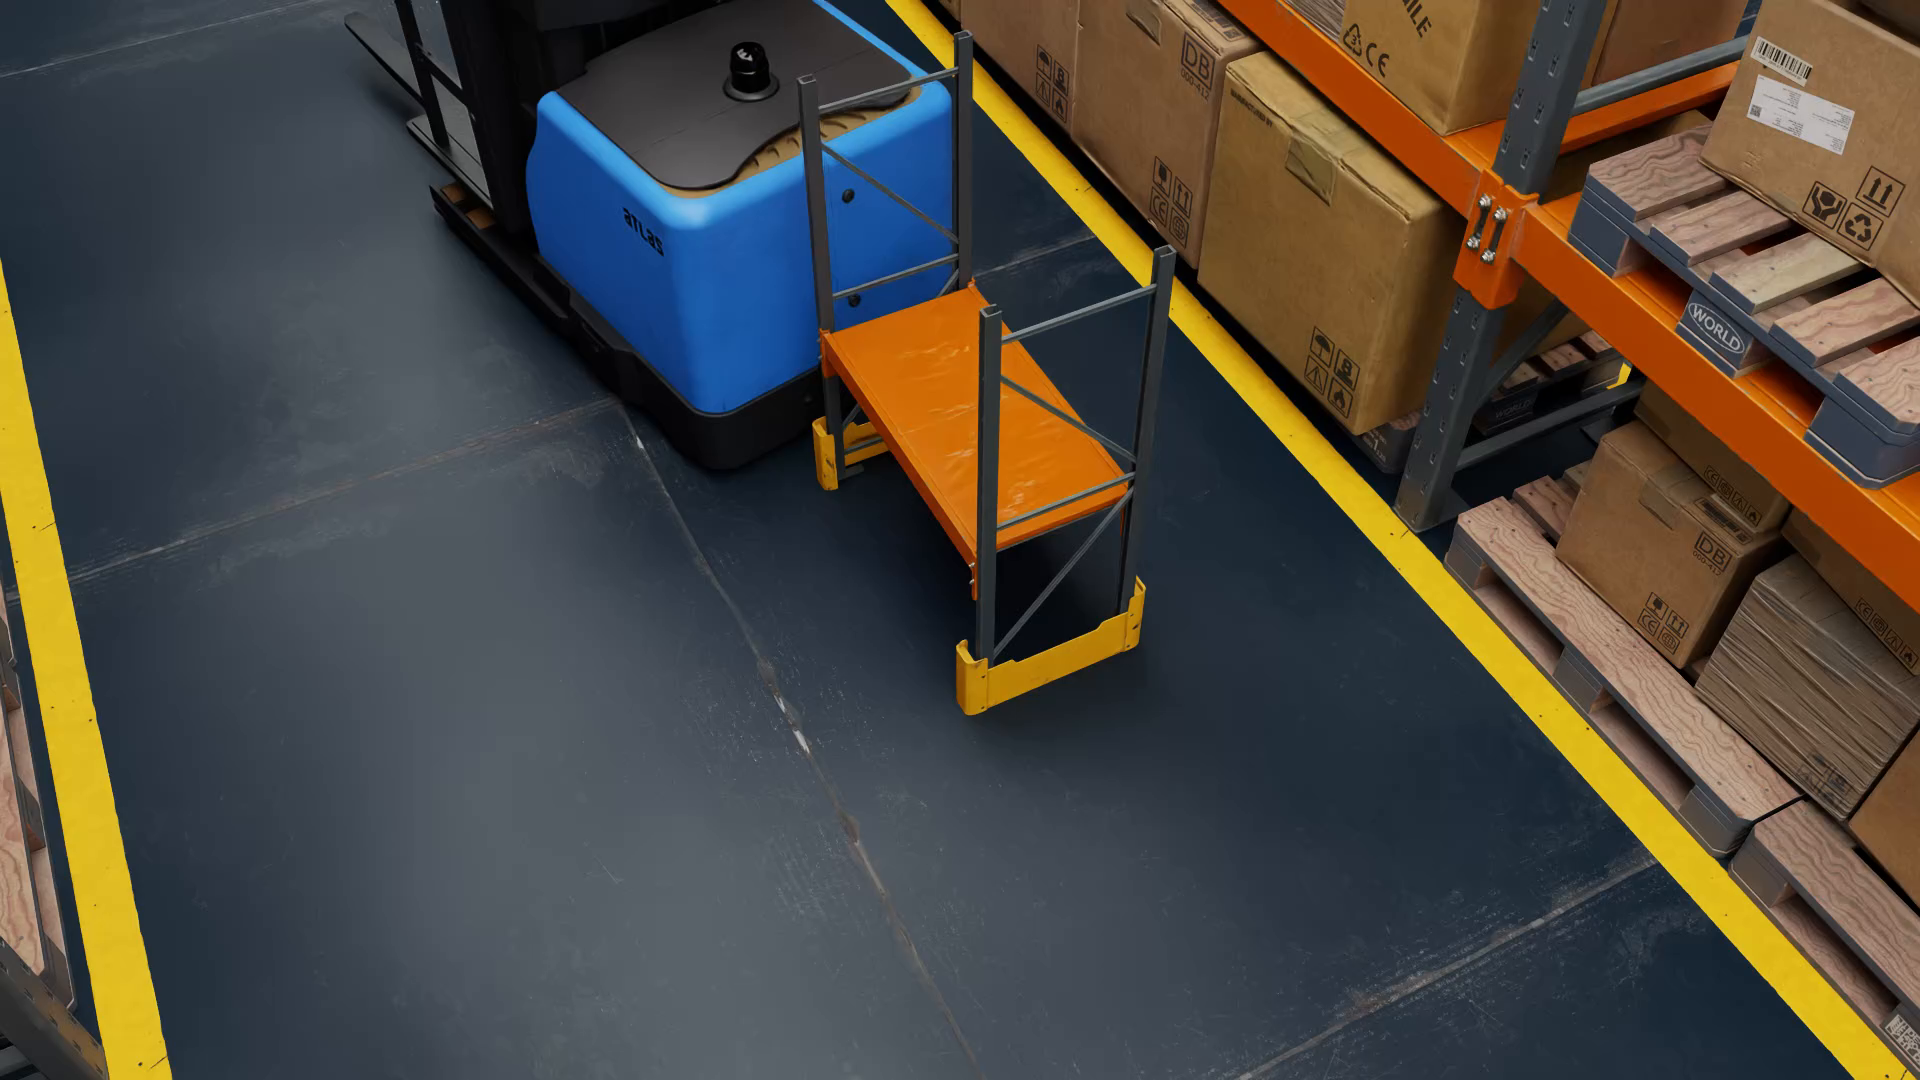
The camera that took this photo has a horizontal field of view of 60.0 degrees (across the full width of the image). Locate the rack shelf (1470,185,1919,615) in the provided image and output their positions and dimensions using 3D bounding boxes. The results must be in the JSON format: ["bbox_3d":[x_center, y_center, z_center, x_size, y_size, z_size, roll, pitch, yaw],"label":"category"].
[{"bbox_3d":[2.771,0.362,3.418,1.077,0.370,4.000,-21,52,-18],"label":"rack shelf"}]

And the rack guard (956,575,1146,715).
[{"bbox_3d":[0.263,0.302,4.820,0.587,0.250,0.087,-21,52,-18],"label":"rack guard"}]

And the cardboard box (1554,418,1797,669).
[{"bbox_3d":[2.180,-0.094,4.707,0.700,0.500,0.500,-24,53,-19],"label":"cardboard box"}]

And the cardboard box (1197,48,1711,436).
[{"bbox_3d":[1.559,-1.121,5.370,1.225,0.875,0.875,-23,53,-19],"label":"cardboard box"}]

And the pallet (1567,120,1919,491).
[{"bbox_3d":[2.277,-0.710,4.005,1.213,0.211,1.003,-21,52,-18],"label":"pallet"}]

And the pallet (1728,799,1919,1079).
[{"bbox_3d":[2.767,1.044,4.197,1.003,0.211,1.213,-21,52,-18],"label":"pallet"}]

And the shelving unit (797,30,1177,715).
[{"bbox_3d":[0.035,-0.443,4.641,0.587,1.500,1.083,-21,52,-18],"label":"shelving unit"}]

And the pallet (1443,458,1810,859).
[{"bbox_3d":[2.212,0.228,4.910,1.003,0.211,1.213,-21,52,-18],"label":"pallet"}]

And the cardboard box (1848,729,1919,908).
[{"bbox_3d":[2.711,0.650,4.057,0.700,0.500,0.500,-17,51,-15],"label":"cardboard box"}]

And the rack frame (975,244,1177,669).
[{"bbox_3d":[0.272,-0.096,4.338,0.500,1.500,0.032,-21,52,-18],"label":"rack frame"}]

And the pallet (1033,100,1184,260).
[{"bbox_3d":[1.008,-1.664,6.565,1.003,0.211,1.213,-21,52,-18],"label":"pallet"}]

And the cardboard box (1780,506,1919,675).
[{"bbox_3d":[2.441,0.008,4.121,0.500,0.250,0.500,-16,51,-13],"label":"cardboard box"}]

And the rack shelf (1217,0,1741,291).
[{"bbox_3d":[0.941,-2.315,5.760,1.077,0.370,4.000,-21,52,-18],"label":"rack shelf"}]

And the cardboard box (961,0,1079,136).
[{"bbox_3d":[0.746,-2.310,6.410,1.225,0.875,0.875,-23,53,-19],"label":"cardboard box"}]

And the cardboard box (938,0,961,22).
[{"bbox_3d":[0.336,-2.908,6.933,1.225,0.875,0.875,-21,52,-17],"label":"cardboard box"}]

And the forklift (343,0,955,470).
[{"bbox_3d":[-1.325,-2.245,5.266,1.130,2.935,3.031,-31,56,-24],"label":"forklift"}]

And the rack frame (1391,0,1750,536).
[{"bbox_3d":[1.856,-1.213,4.318,1.000,3.000,0.127,-21,52,-18],"label":"rack frame"}]

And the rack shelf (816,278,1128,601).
[{"bbox_3d":[0.039,-0.318,4.771,0.538,0.185,1.000,-21,52,-18],"label":"rack shelf"}]

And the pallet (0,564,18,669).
[{"bbox_3d":[-3.500,0.082,5.038,1.003,0.211,1.213,-21,52,-18],"label":"pallet"}]

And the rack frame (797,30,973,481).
[{"bbox_3d":[-0.194,-0.777,4.933,0.500,1.500,0.032,-21,52,-18],"label":"rack frame"}]

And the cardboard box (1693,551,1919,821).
[{"bbox_3d":[2.446,0.273,4.387,0.700,0.500,0.500,-25,53,-20],"label":"cardboard box"}]

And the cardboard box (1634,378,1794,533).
[{"bbox_3d":[2.189,-0.344,4.428,0.500,0.250,0.500,-19,52,-16],"label":"cardboard box"}]

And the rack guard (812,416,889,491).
[{"bbox_3d":[-0.193,-0.365,5.403,0.587,0.250,0.087,-21,52,-18],"label":"rack guard"}]

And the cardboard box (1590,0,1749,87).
[{"bbox_3d":[1.876,-1.665,4.647,0.500,0.500,0.500,-20,52,-16],"label":"cardboard box"}]

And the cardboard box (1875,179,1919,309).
[{"bbox_3d":[2.483,-0.698,3.522,0.700,0.500,0.500,-14,50,-12],"label":"cardboard box"}]

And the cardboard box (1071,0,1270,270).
[{"bbox_3d":[1.158,-1.720,5.894,1.225,0.875,0.875,-21,52,-17],"label":"cardboard box"}]

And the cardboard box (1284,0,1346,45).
[{"bbox_3d":[1.187,-1.827,4.789,0.500,0.500,0.500,-22,52,-18],"label":"cardboard box"}]

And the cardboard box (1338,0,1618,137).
[{"bbox_3d":[1.410,-1.491,4.495,0.500,0.500,0.500,-20,52,-16],"label":"cardboard box"}]

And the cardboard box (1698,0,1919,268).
[{"bbox_3d":[2.139,-1.037,3.819,0.500,0.500,0.500,-27,54,-22],"label":"cardboard box"}]

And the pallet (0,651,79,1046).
[{"bbox_3d":[-2.946,0.898,4.325,1.003,0.211,1.213,-21,52,-18],"label":"pallet"}]

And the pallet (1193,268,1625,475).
[{"bbox_3d":[1.562,-0.849,5.852,1.003,0.211,1.213,-21,52,-18],"label":"pallet"}]

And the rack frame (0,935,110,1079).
[{"bbox_3d":[-2.548,0.493,2.826,1.000,3.000,0.127,-21,52,-18],"label":"rack frame"}]
